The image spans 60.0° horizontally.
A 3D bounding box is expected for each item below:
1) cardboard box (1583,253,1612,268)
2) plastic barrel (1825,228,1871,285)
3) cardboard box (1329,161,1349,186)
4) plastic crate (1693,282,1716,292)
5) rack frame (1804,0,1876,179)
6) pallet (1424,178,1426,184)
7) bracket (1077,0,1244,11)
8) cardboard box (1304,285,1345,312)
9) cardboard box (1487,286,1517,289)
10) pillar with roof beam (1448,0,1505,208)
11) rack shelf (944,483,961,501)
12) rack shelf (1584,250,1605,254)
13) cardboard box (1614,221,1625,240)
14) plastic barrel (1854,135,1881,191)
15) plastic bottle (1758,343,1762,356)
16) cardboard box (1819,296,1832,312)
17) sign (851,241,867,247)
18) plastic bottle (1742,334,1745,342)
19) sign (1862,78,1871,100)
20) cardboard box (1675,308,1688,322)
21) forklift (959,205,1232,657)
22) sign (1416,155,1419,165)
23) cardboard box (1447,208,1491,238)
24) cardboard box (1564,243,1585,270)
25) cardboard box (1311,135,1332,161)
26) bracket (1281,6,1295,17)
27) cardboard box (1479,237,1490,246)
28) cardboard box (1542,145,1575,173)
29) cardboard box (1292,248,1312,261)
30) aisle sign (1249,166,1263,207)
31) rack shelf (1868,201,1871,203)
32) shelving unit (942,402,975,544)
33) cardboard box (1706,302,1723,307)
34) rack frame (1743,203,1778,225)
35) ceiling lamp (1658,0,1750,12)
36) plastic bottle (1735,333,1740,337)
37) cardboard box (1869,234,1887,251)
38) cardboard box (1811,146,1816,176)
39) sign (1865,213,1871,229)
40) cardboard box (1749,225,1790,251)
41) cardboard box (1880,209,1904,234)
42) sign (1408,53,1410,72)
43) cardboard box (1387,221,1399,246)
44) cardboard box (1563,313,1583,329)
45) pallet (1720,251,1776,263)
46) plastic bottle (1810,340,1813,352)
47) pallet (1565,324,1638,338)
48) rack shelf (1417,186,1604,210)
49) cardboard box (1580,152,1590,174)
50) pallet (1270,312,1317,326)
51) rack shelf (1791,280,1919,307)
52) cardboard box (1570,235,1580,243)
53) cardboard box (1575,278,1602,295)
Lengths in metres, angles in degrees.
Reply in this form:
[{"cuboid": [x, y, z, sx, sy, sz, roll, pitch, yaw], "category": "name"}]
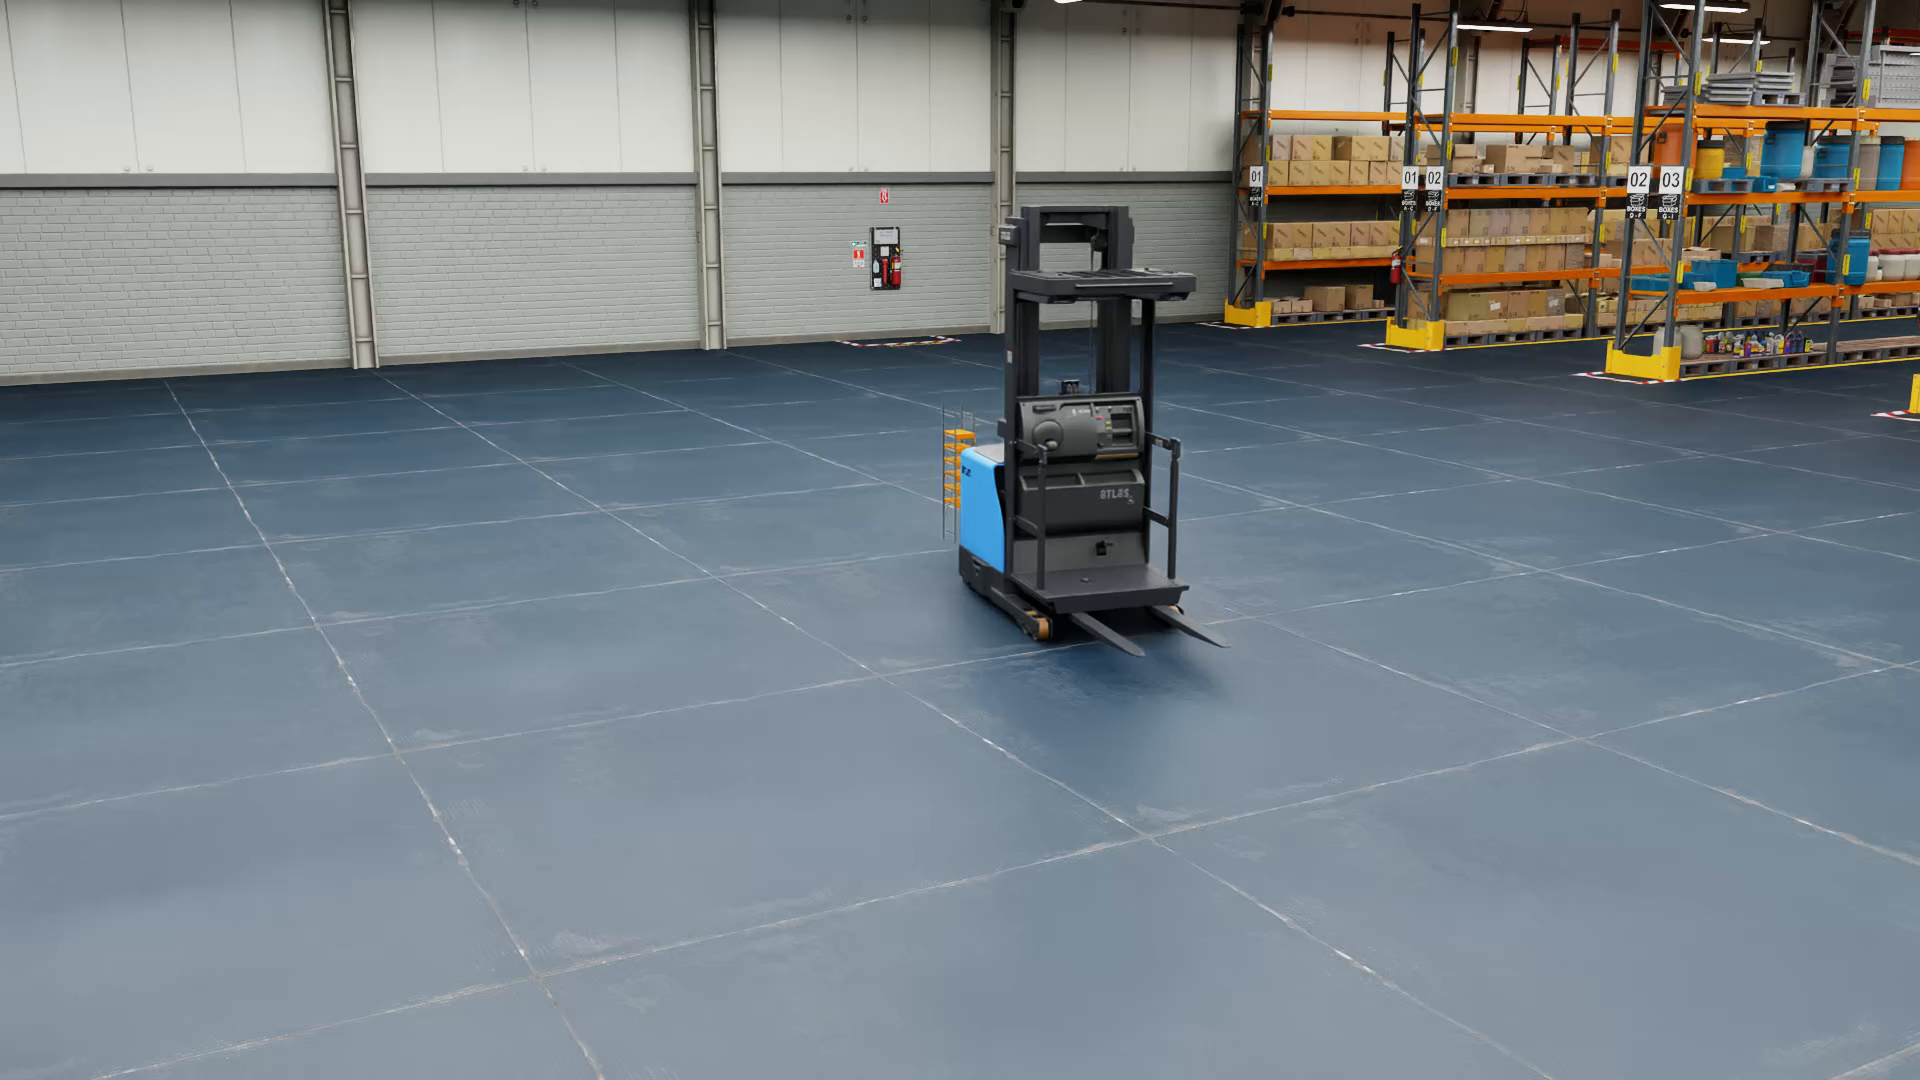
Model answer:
[{"cuboid": [12.192, -5.389, 32.065, 0.500, 0.250, 0.500, -6, 14, -24], "category": "cardboard box"}, {"cuboid": [14.635, -4.674, 27.403, 0.708, 0.901, 0.600, -7, 14, -28], "category": "plastic barrel"}, {"cuboid": [7.709, -7.610, 34.486, 0.500, 0.500, 0.500, -6, 14, -24], "category": "cardboard box"}, {"cuboid": [11.579, -3.930, 25.839, 0.250, 0.136, 0.298, -7, 14, -28], "category": "plastic crate"}, {"cuboid": [14.151, -7.374, 26.879, 0.127, 3.000, 1.000, -7, 14, -28], "category": "rack frame"}, {"cuboid": [9.997, -7.772, 35.909, 1.003, 0.211, 1.213, -7, 14, -28], "category": "pallet"}, {"cuboid": [3.622, -10.474, 32.455, 4.783, 0.066, 0.076, -7, 14, -28], "category": "bracket"}, {"cuboid": [7.712, -5.114, 35.190, 0.500, 0.500, 0.700, -8, 15, -31], "category": "cardboard box"}, {"cuboid": [10.346, -4.538, 31.538, 0.500, 0.500, 0.500, -7, 14, -28], "category": "cardboard box"}, {"cuboid": [13.422, -8.904, 33.679, 0.548, 9.000, 9.100, -7, 14, -28], "category": "pillar with roof beam"}, {"cuboid": [-0.013, -0.423, 14.507, 0.180, 0.103, 0.258, -7, 14, -28], "category": "rack shelf"}, {"cuboid": [14.670, -6.636, 38.905, 4.000, 0.370, 1.077, -7, 14, -28], "category": "rack shelf"}, {"cuboid": [15.253, -7.198, 38.809, 0.500, 0.500, 0.500, -7, 14, -28], "category": "cardboard box"}, {"cuboid": [15.067, -6.319, 27.882, 0.600, 0.901, 0.600, 0, 13, 0], "category": "plastic barrel"}, {"cuboid": [12.856, -3.063, 26.760, 0.097, 0.201, 0.097, 0, 13, 0], "category": "plastic bottle"}, {"cuboid": [18.069, -5.081, 35.046, 0.500, 0.500, 0.500, -7, 14, -28], "category": "cardboard box"}, {"cuboid": [-1.887, -5.528, 31.054, 0.331, 0.109, 0.001, -7, 14, -28], "category": "sign"}, {"cuboid": [12.967, -3.283, 27.577, 0.097, 0.271, 0.097, 0, 13, 0], "category": "plastic bottle"}, {"cuboid": [14.405, -7.165, 26.425, 0.005, 0.325, 0.100, -7, 14, -28], "category": "sign"}, {"cuboid": [14.053, -4.477, 32.975, 0.500, 0.250, 0.500, -6, 14, -27], "category": "cardboard box"}, {"cuboid": [0.940, -0.828, 11.614, 1.130, 2.935, 3.031, -4, 13, -18], "category": "forklift"}, {"cuboid": [9.671, -7.968, 35.174, 0.005, 0.325, 0.100, -7, 14, -28], "category": "sign"}, {"cuboid": [9.191, -5.771, 30.240, 0.500, 0.500, 0.700, -7, 15, -29], "category": "cardboard box"}, {"cuboid": [11.394, -5.403, 31.557, 0.500, 0.500, 0.700, -7, 15, -29], "category": "cardboard box"}, {"cuboid": [7.256, -8.038, 34.111, 0.500, 0.500, 0.500, -6, 14, -26], "category": "cardboard box"}, {"cuboid": [6.627, -10.834, 34.055, 0.430, 0.232, 0.235, -7, 14, -28], "category": "bracket"}, {"cuboid": [9.390, -5.427, 30.185, 0.250, 0.149, 0.380, -7, 14, -29], "category": "cardboard box"}, {"cuboid": [11.212, -7.185, 31.369, 0.500, 0.500, 0.500, -6, 14, -23], "category": "cardboard box"}, {"cuboid": [6.922, -5.920, 34.376, 0.500, 0.250, 0.500, -7, 15, -30], "category": "cardboard box"}, {"cuboid": [5.973, -7.138, 33.575, 0.004, 0.787, 0.394, -7, 14, -28], "category": "aisle sign"}, {"cuboid": [20.558, -7.566, 36.205, 4.000, 0.370, 1.077, -7, 14, -28], "category": "rack shelf"}, {"cuboid": [-0.013, -0.584, 14.471, 0.189, 1.200, 0.258, -7, 14, -28], "category": "shelving unit"}, {"cuboid": [14.950, -4.857, 33.389, 0.500, 0.311, 0.500, -6, 14, -26], "category": "cardboard box"}, {"cuboid": [19.937, -7.619, 41.630, 0.127, 3.000, 1.000, -7, 14, -28], "category": "rack frame"}, {"cuboid": [12.954, -10.641, 28.103, 2.000, 3.185, 0.800, -7, 14, -28], "category": "ceiling lamp"}, {"cuboid": [12.913, -3.302, 27.635, 0.133, 0.283, 0.061, -6, 14, -25], "category": "plastic bottle"}, {"cuboid": [19.380, -6.293, 35.514, 0.500, 0.500, 0.500, -6, 14, -26], "category": "cardboard box"}, {"cuboid": [17.749, -7.896, 34.619, 0.600, 0.600, 0.600, -7, 14, -28], "category": "cardboard box"}, {"cuboid": [19.072, -6.702, 34.920, 0.005, 0.325, 0.100, -7, 14, -28], "category": "sign"}, {"cuboid": [16.685, -6.224, 34.248, 0.500, 0.500, 0.700, -4, 13, -17], "category": "cardboard box"}, {"cuboid": [19.804, -6.830, 35.620, 0.500, 0.500, 0.500, -7, 15, -30], "category": "cardboard box"}, {"cuboid": [8.022, -8.508, 29.612, 0.005, 0.325, 0.100, -7, 14, -28], "category": "sign"}, {"cuboid": [9.137, -6.549, 35.467, 0.500, 0.500, 0.500, -7, 14, -28], "category": "cardboard box"}, {"cuboid": [11.478, -4.174, 31.633, 0.500, 0.250, 0.500, -7, 14, -28], "category": "cardboard box"}, {"cuboid": [15.853, -5.814, 34.049, 1.003, 0.211, 1.213, -7, 14, -28], "category": "pallet"}, {"cuboid": [13.982, -3.198, 27.360, 0.097, 0.201, 0.097, 0, 13, 0], "category": "plastic bottle"}, {"cuboid": [12.409, -4.127, 32.465, 1.213, 0.211, 1.003, -7, 14, -28], "category": "pallet"}, {"cuboid": [10.025, -6.304, 30.595, 4.000, 0.370, 1.077, -7, 14, -28], "category": "rack shelf"}, {"cuboid": [14.245, -8.687, 38.318, 0.500, 0.500, 0.700, -6, 14, -25], "category": "cardboard box"}, {"cuboid": [6.690, -4.662, 34.842, 1.213, 0.211, 1.003, -7, 14, -28], "category": "pallet"}, {"cuboid": [15.906, -4.306, 28.551, 4.000, 0.370, 1.077, -7, 14, -28], "category": "rack shelf"}, {"cuboid": [11.427, -5.672, 31.274, 0.250, 0.149, 0.380, -7, 15, -29], "category": "cardboard box"}, {"cuboid": [14.395, -6.076, 38.716, 0.750, 0.750, 0.750, -7, 14, -28], "category": "cardboard box"}]
